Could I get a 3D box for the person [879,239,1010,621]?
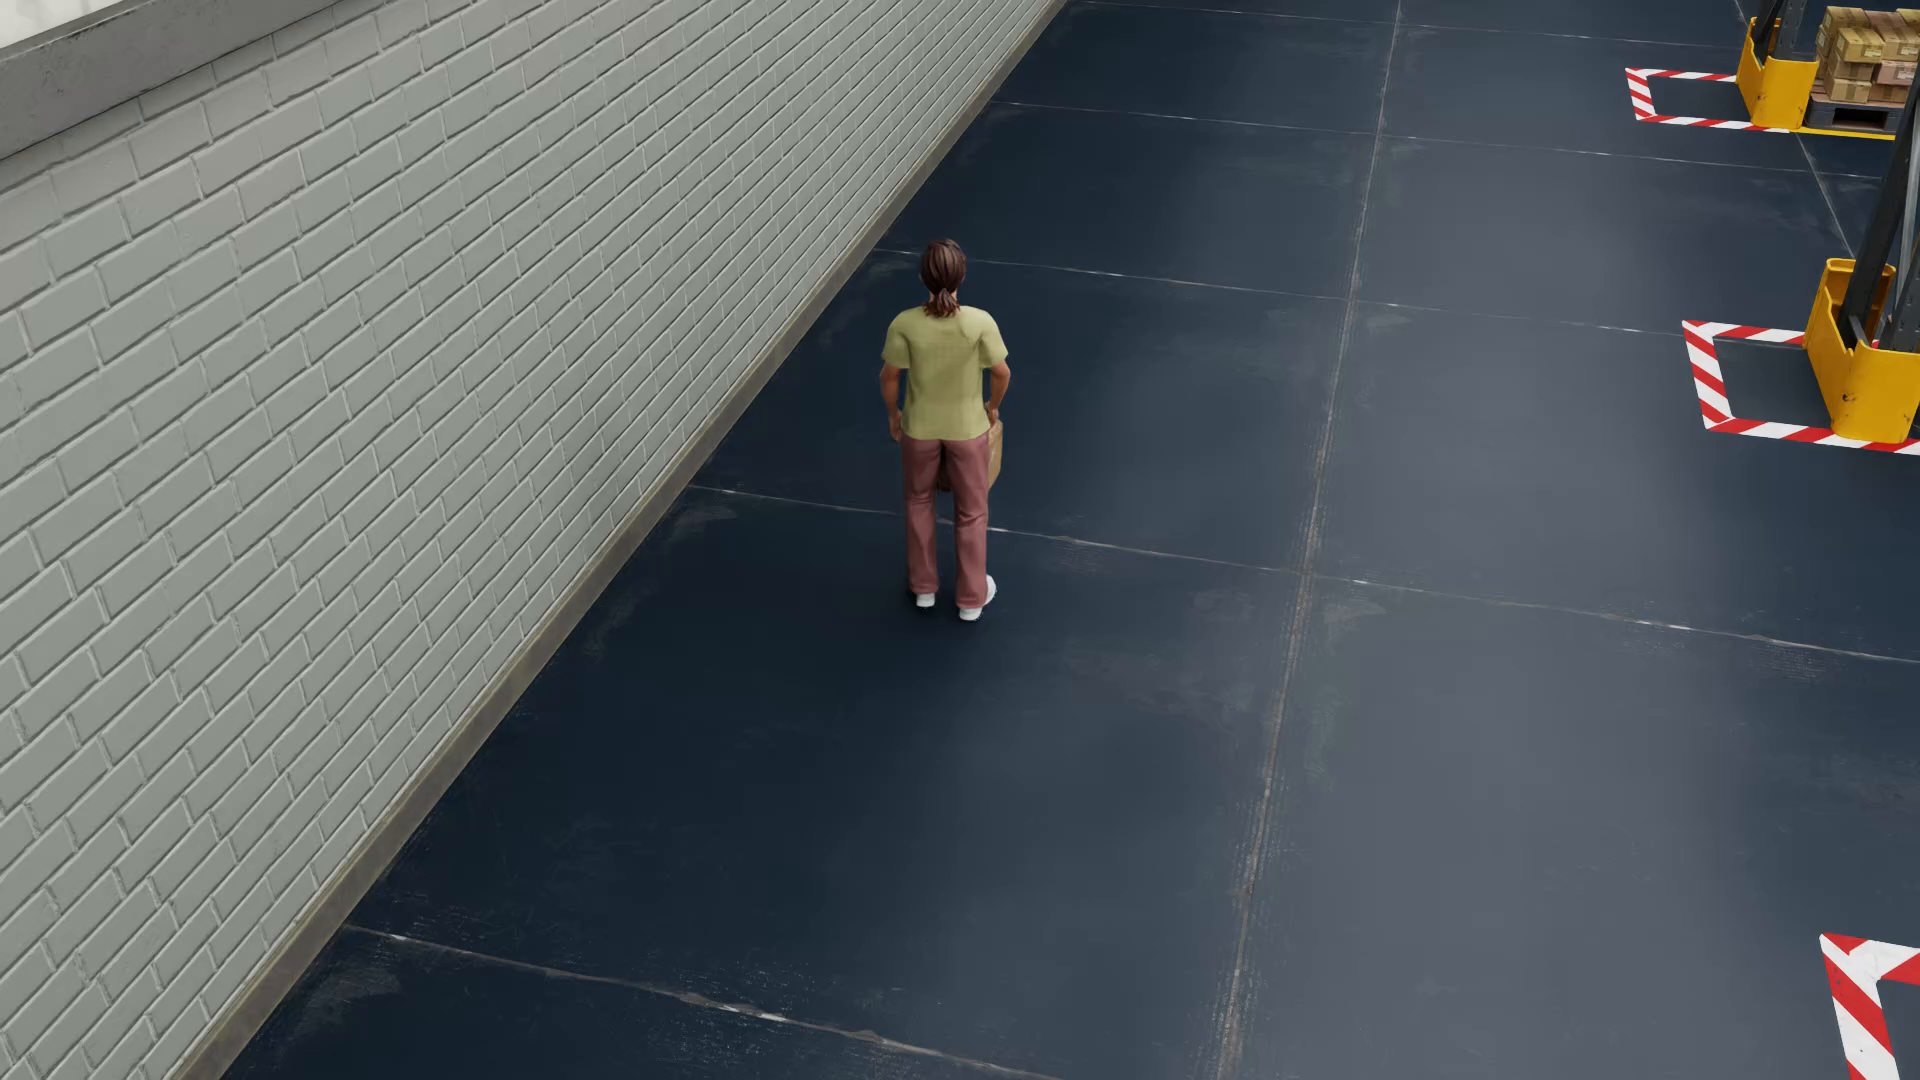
[{"bbox_3d":[-0.059,-0.447,6.836,0.524,1.678,0.375,3,33,4],"label":"person"}]
